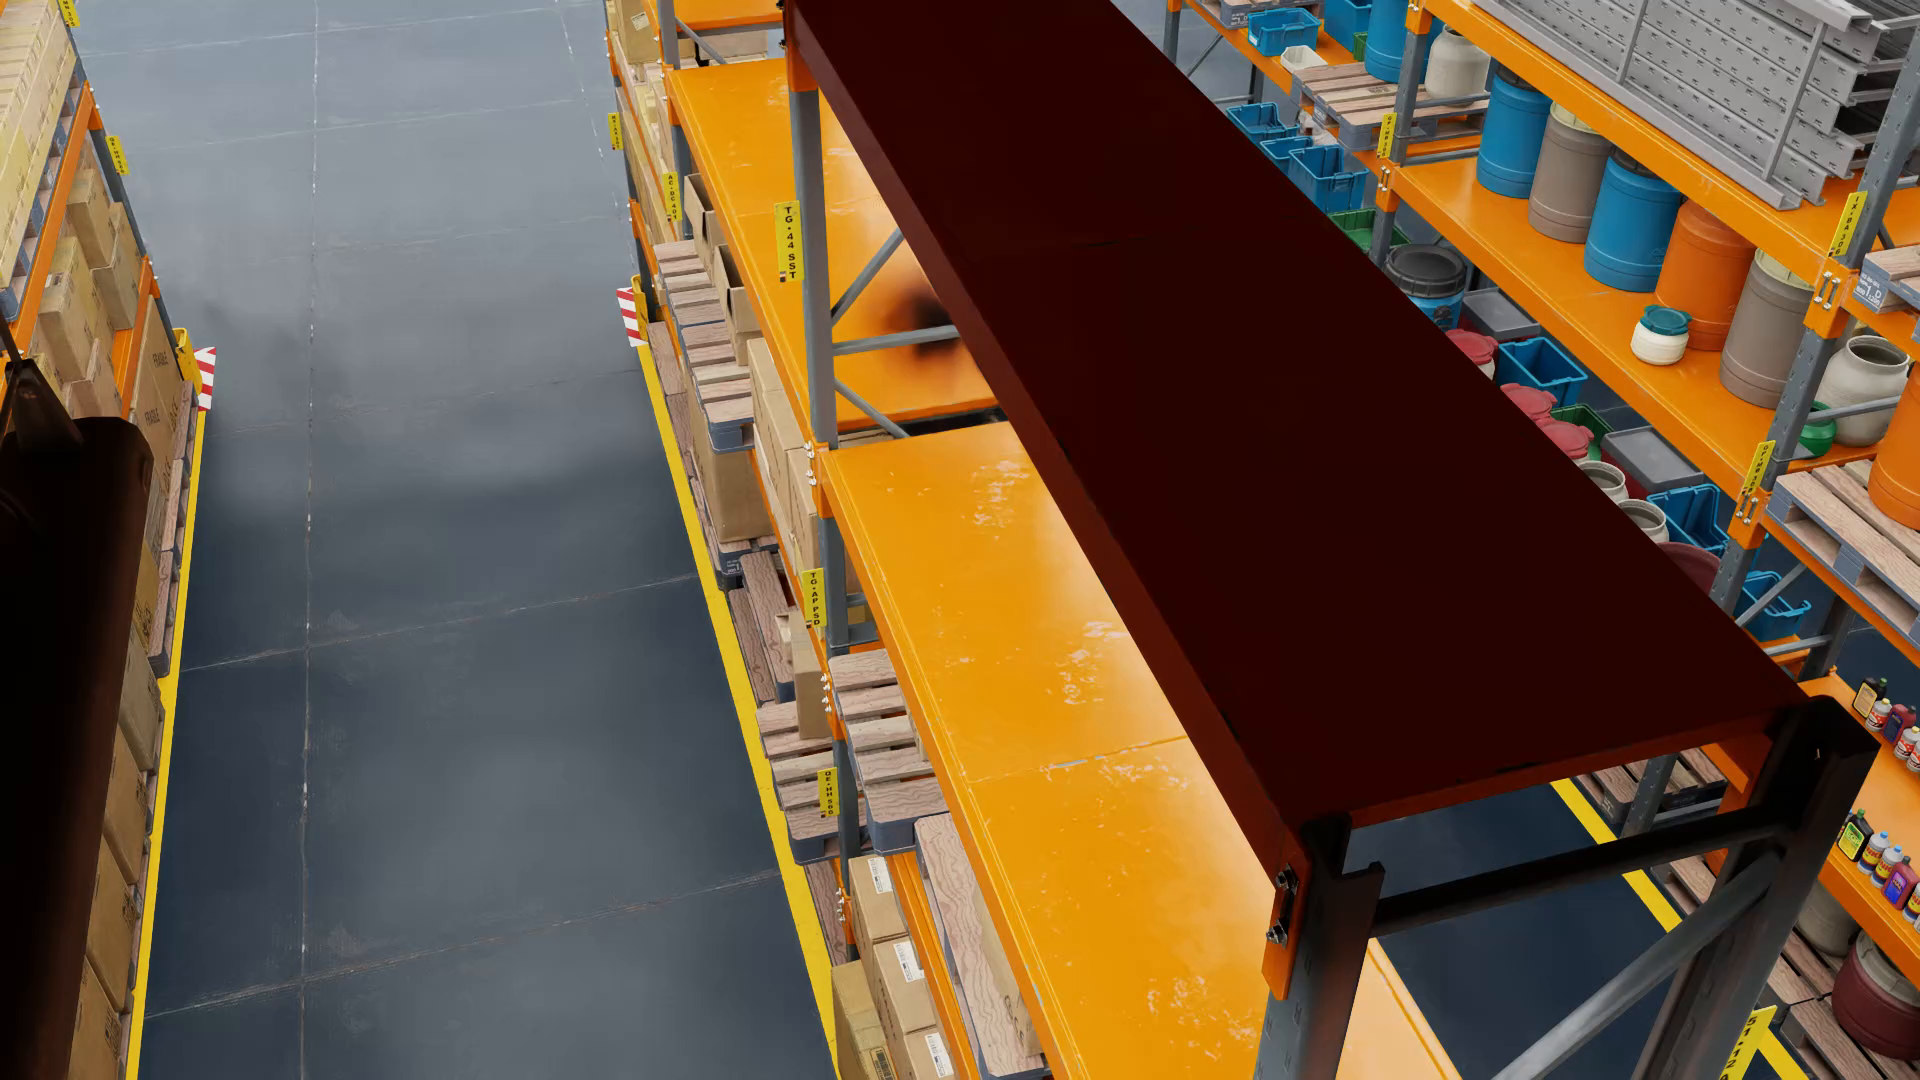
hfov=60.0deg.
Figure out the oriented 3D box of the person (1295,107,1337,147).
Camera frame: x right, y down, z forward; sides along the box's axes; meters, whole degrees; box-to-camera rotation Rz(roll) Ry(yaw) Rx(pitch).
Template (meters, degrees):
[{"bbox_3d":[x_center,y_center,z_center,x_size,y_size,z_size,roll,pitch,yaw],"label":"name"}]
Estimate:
[{"bbox_3d":[3.550,-3.919,16.485,0.618,1.642,0.507,-26,45,-29],"label":"person"}]
